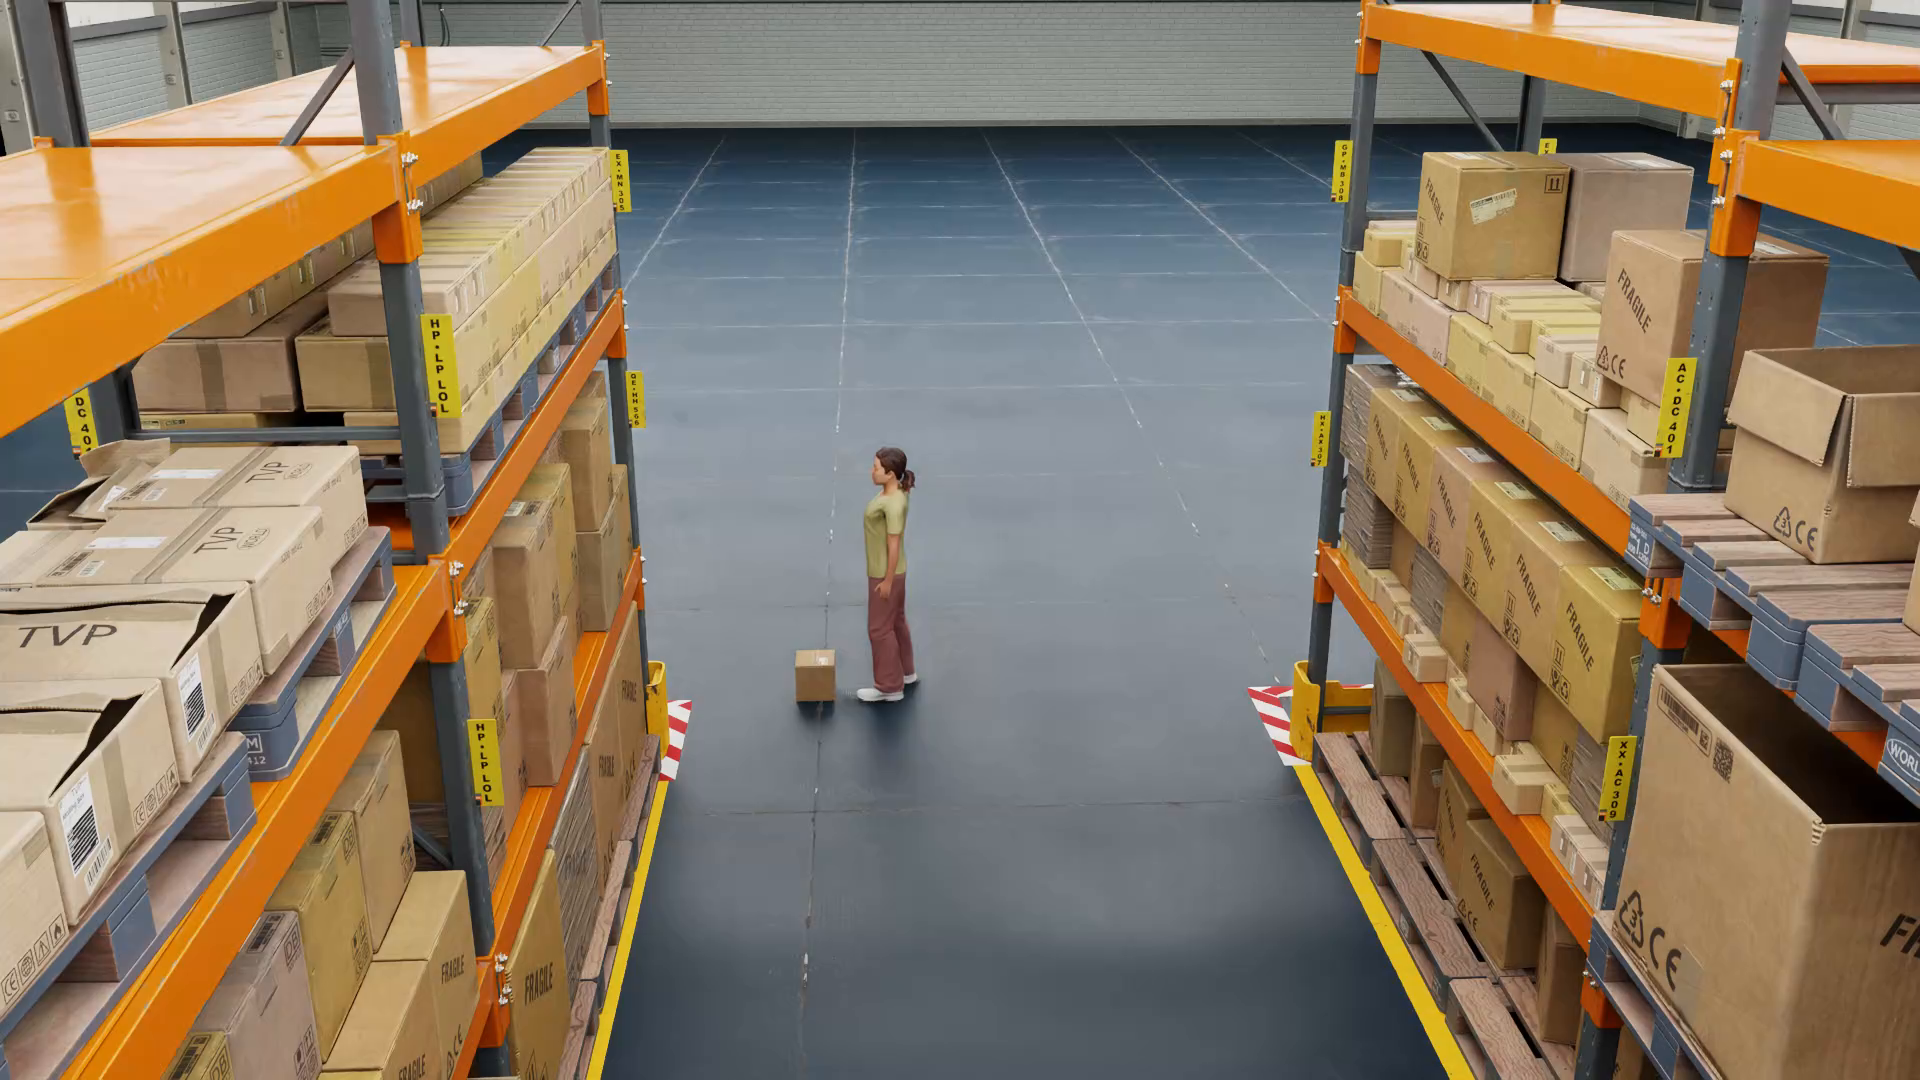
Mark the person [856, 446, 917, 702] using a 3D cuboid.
[{"bbox_3d":[-0.469,0.225,10.529,0.405,1.698,0.442,0,20,-1],"label":"person"}]
